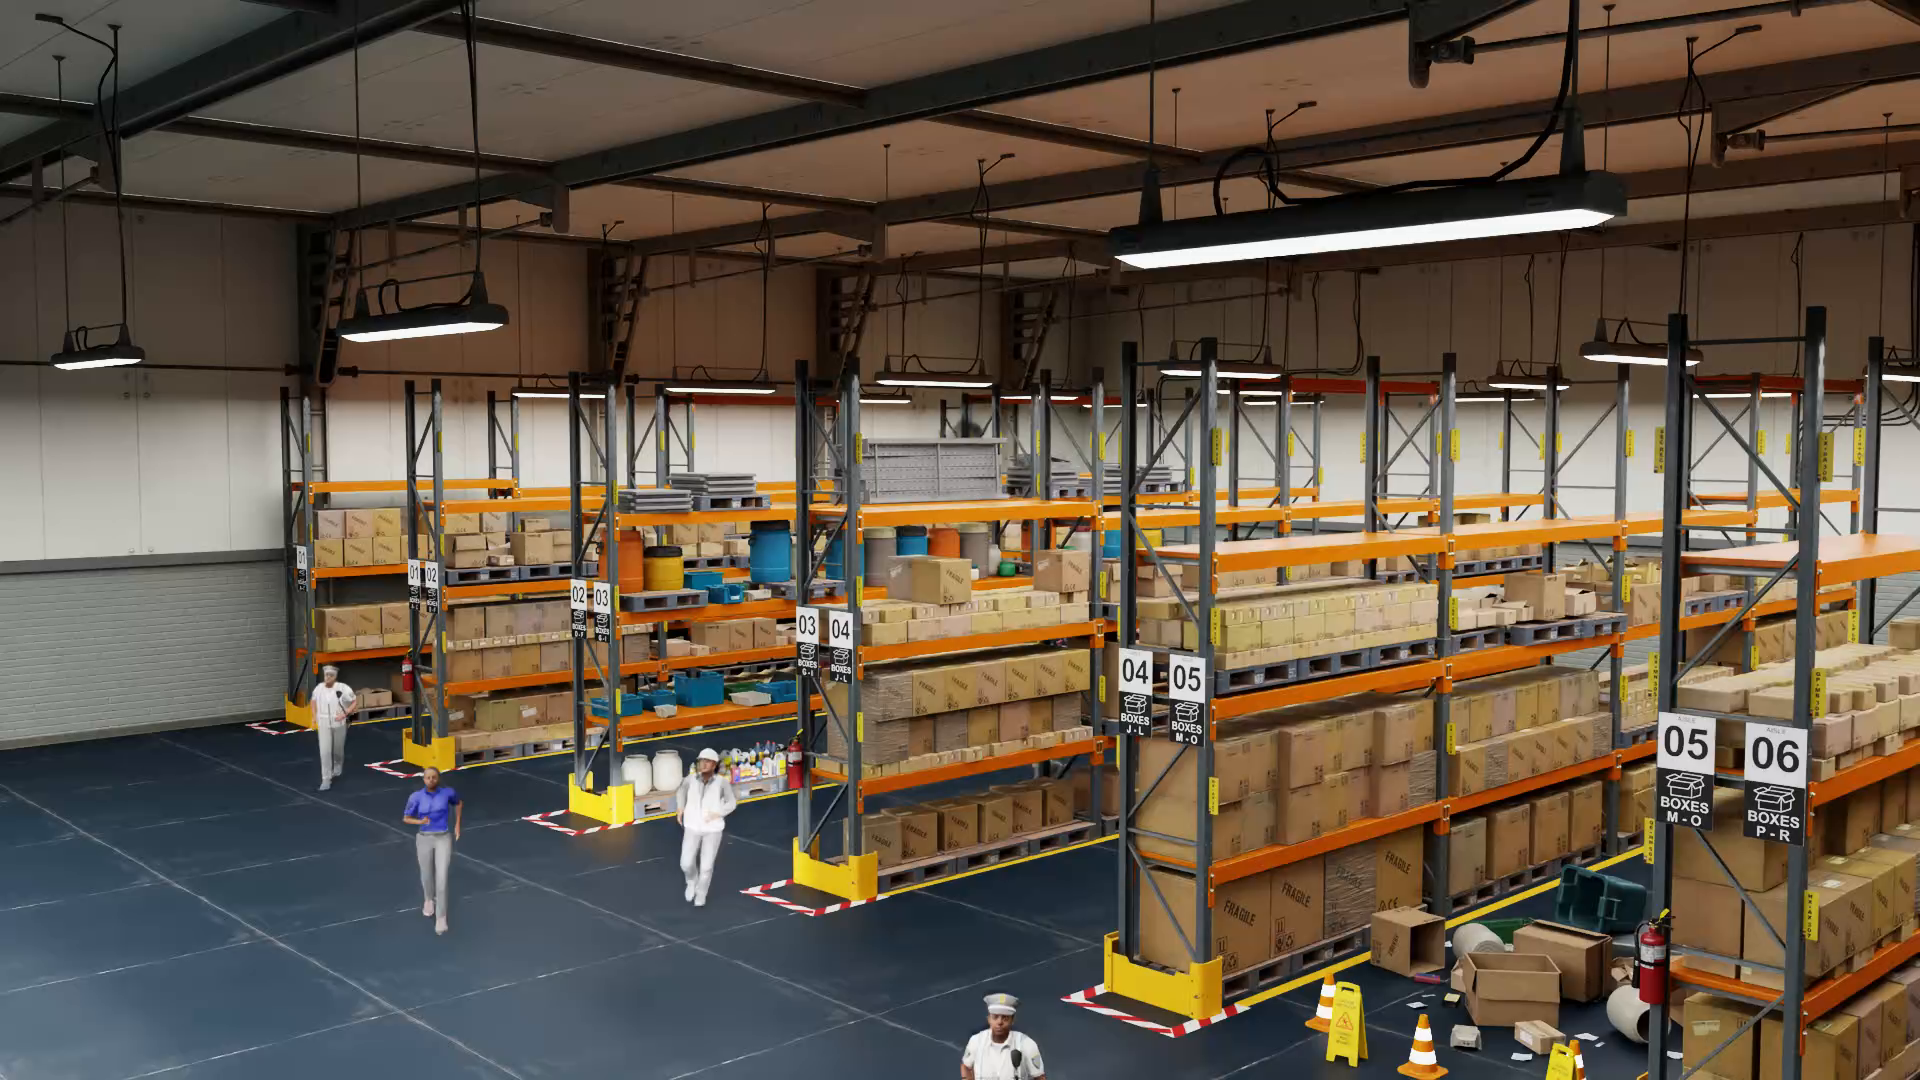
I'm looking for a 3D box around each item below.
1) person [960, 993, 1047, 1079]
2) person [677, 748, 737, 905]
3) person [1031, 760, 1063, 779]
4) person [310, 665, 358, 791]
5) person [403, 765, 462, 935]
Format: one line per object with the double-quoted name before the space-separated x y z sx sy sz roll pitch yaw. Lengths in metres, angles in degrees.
"person" 0.274 3.681 10.556 0.559 1.691 0.948 0 4 2
"person" -2.787 3.134 18.124 0.689 1.728 0.532 0 4 4
"person" 1.226 2.795 23.465 0.707 1.752 0.869 3 5 42
"person" -9.198 2.712 24.444 0.674 1.788 0.896 -1 4 -14
"person" -5.544 3.211 17.497 0.578 1.711 0.817 -1 4 -14
